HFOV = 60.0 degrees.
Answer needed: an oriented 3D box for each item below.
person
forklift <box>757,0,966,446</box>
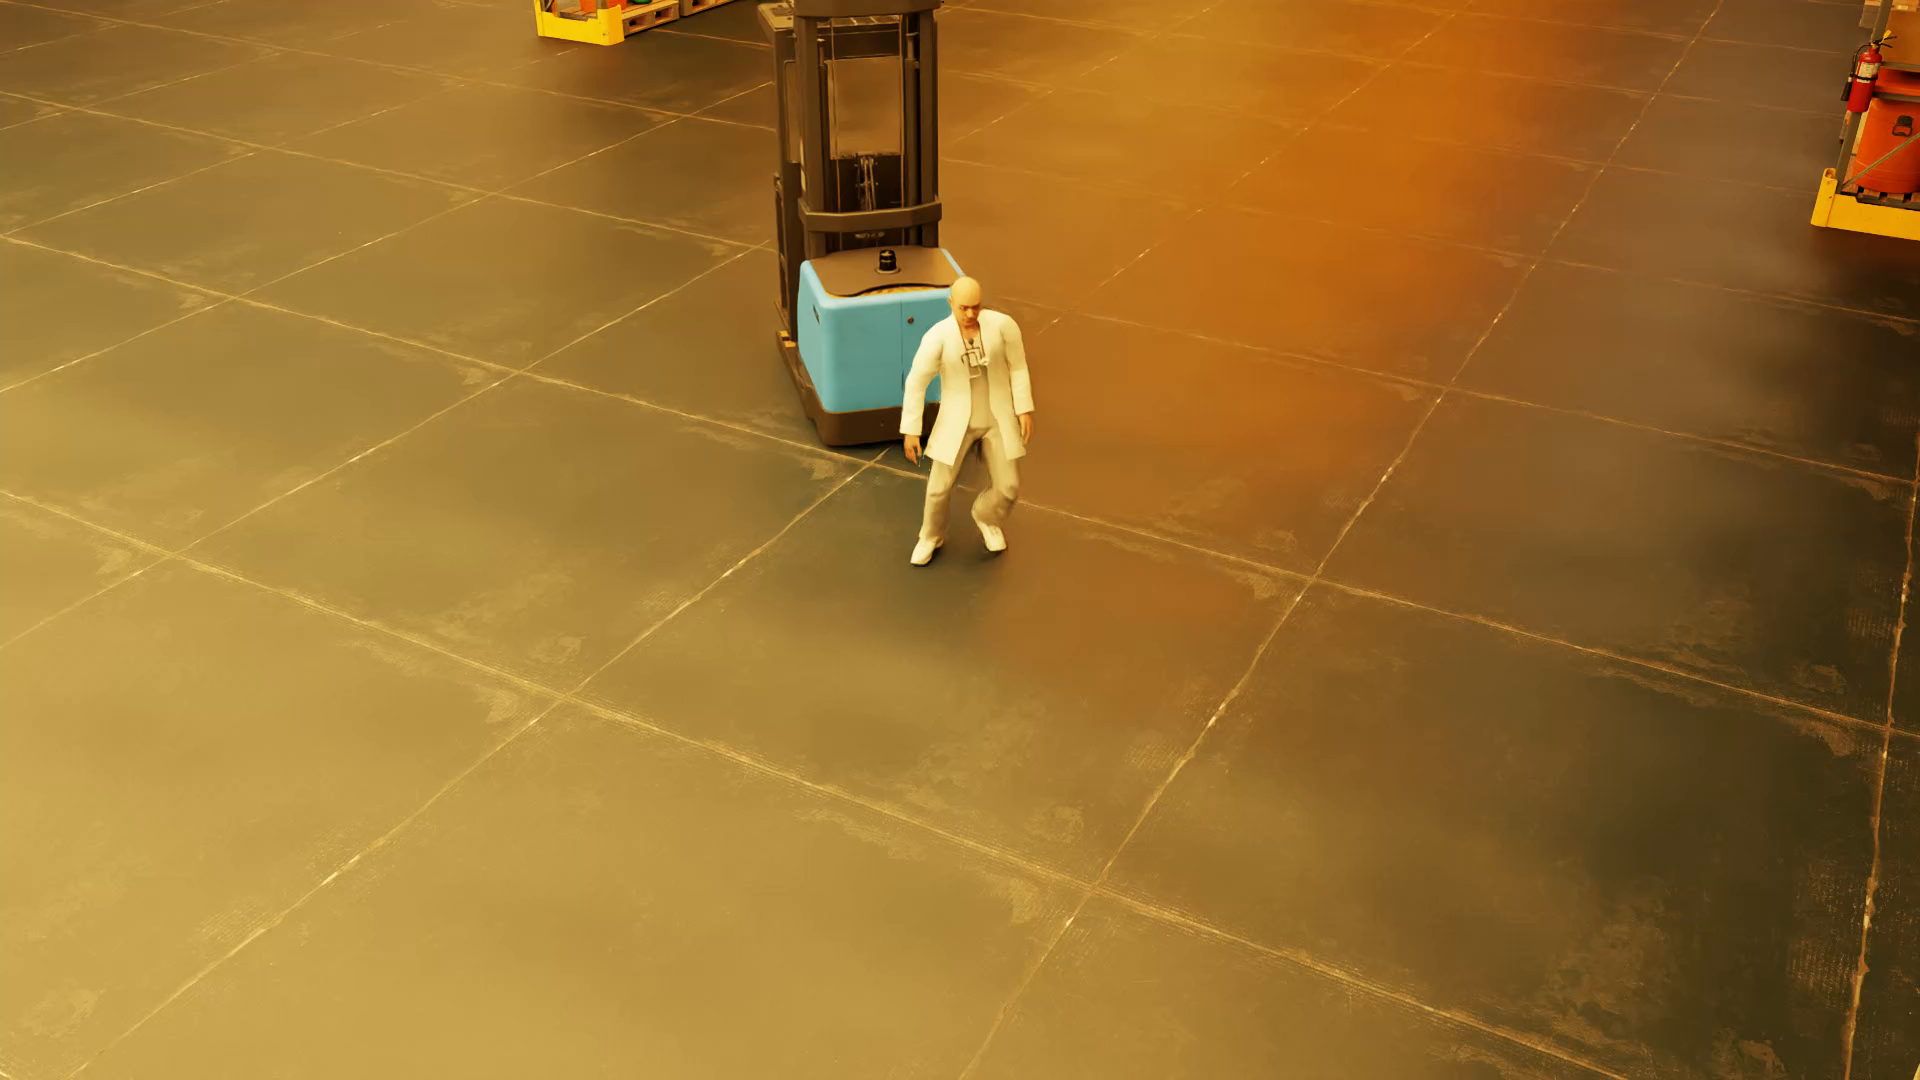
[{"bbox_3d":[0.033,-0.673,9.459,0.777,1.708,0.464,-4,30,-7],"label":"person"},{"bbox_3d":[-0.751,-2.611,11.594,1.130,2.935,3.031,-7,31,-13],"label":"forklift"}]
